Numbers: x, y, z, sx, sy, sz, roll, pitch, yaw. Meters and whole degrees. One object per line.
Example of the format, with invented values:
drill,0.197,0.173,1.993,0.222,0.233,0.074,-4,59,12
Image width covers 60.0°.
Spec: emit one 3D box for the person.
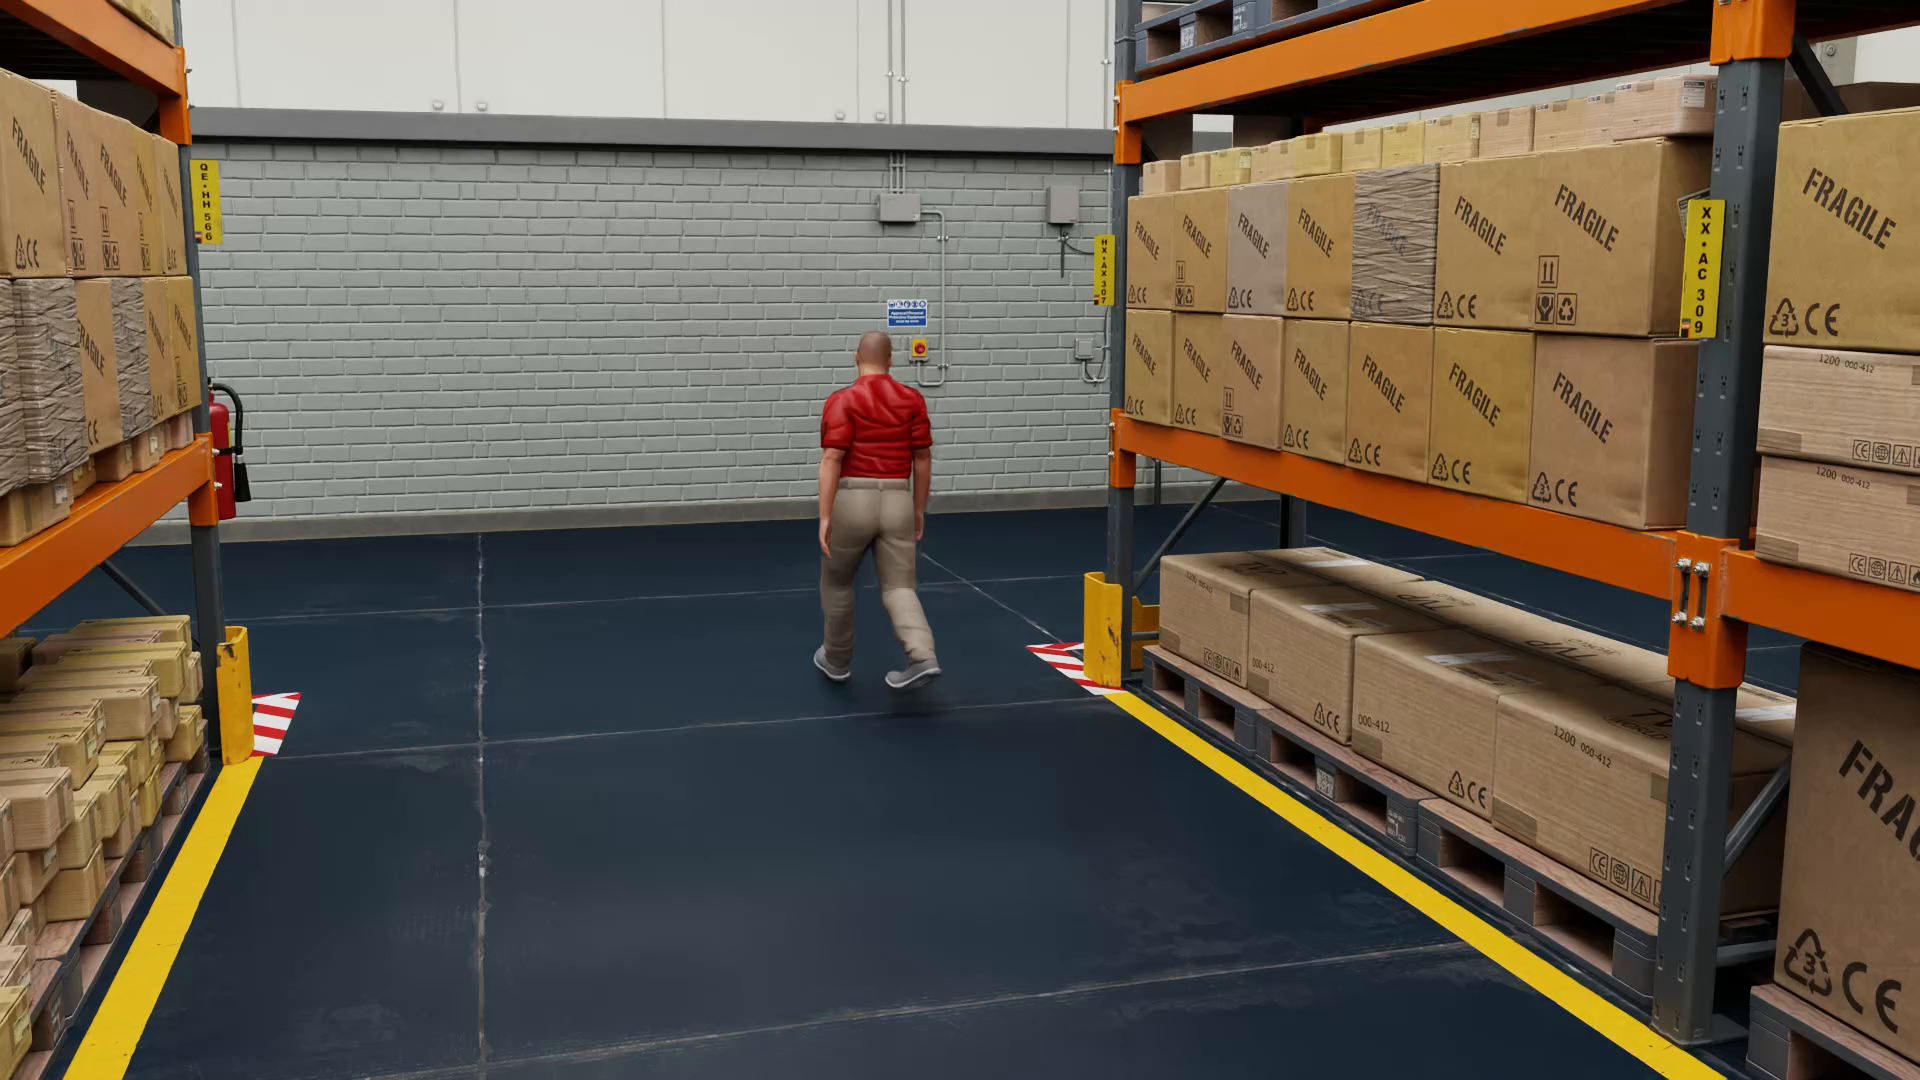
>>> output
person,-0.410,-0.126,7.759,0.599,1.683,1.012,-3,10,-20
